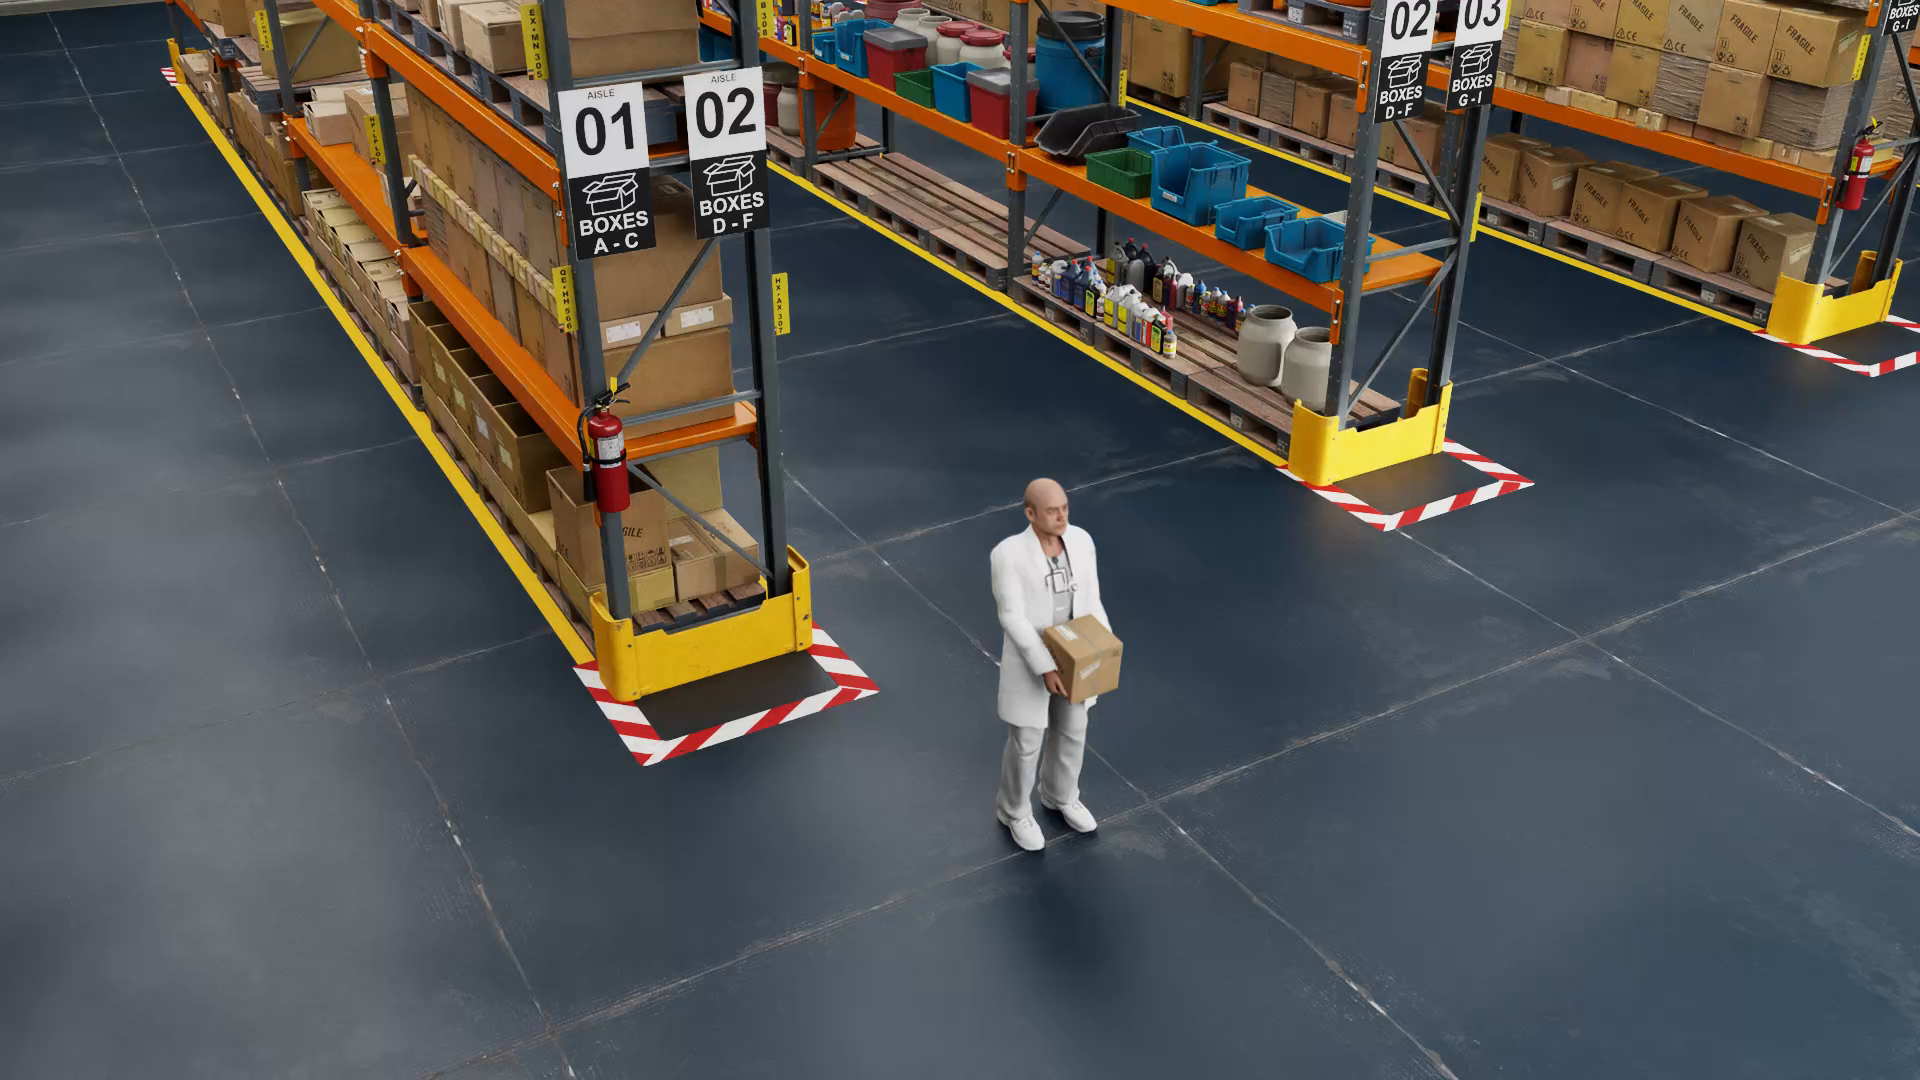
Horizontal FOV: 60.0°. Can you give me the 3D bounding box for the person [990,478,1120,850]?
[{"bbox_3d":[0.443,0.596,7.494,0.532,1.773,0.554,-16,32,-26],"label":"person"}]
